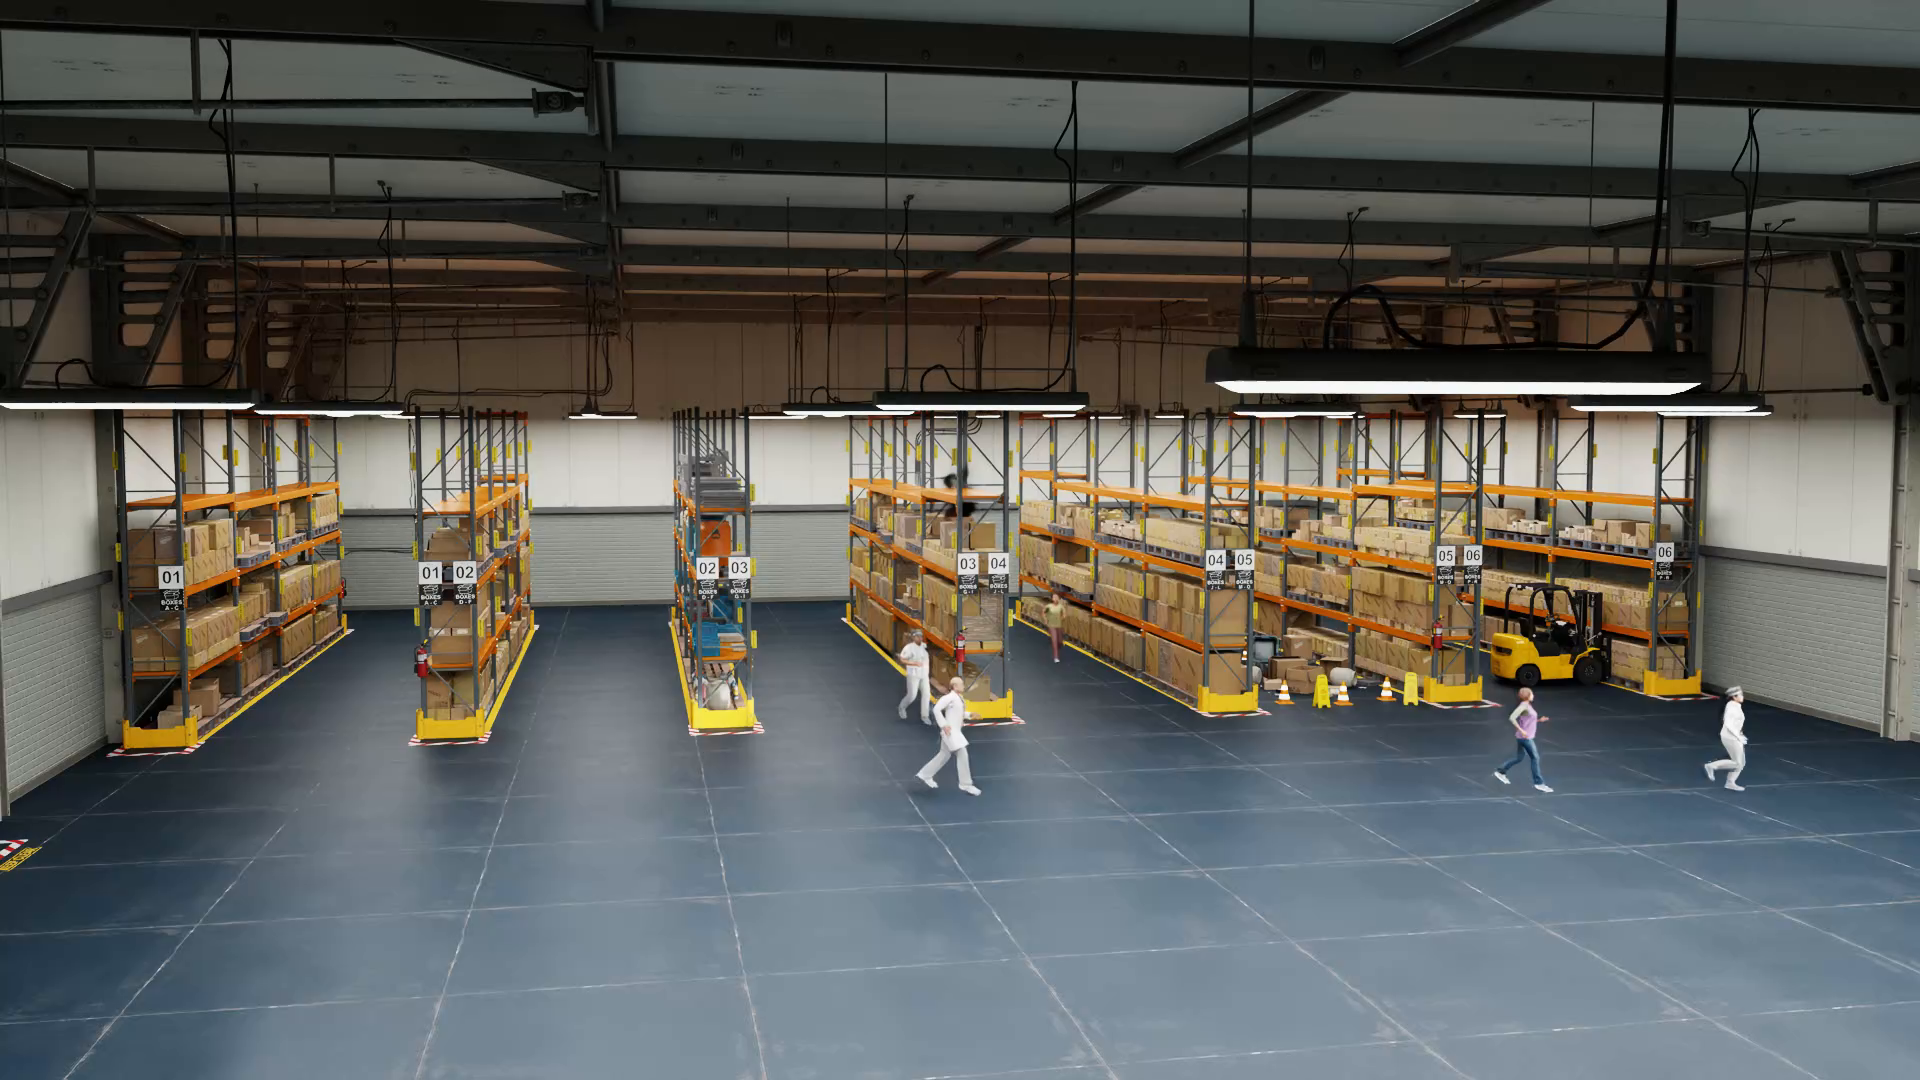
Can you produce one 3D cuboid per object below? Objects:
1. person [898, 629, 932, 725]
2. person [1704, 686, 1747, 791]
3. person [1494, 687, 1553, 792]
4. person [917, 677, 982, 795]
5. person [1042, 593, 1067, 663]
[{"bbox_3d":[-0.825,2.583,31.685,0.673,1.801,0.881,-3,5,-33],"label":"person"},{"bbox_3d":[11.918,3.072,25.871,0.593,1.643,0.603,2,4,24],"label":"person"},{"bbox_3d":[8.733,3.071,25.729,0.878,1.596,0.531,1,4,19],"label":"person"},{"bbox_3d":[-0.167,3.010,25.664,1.025,1.805,0.649,0,4,6],"label":"person"},{"bbox_3d":[2.265,2.078,39.664,0.590,1.641,0.856,-1,4,-9],"label":"person"}]
